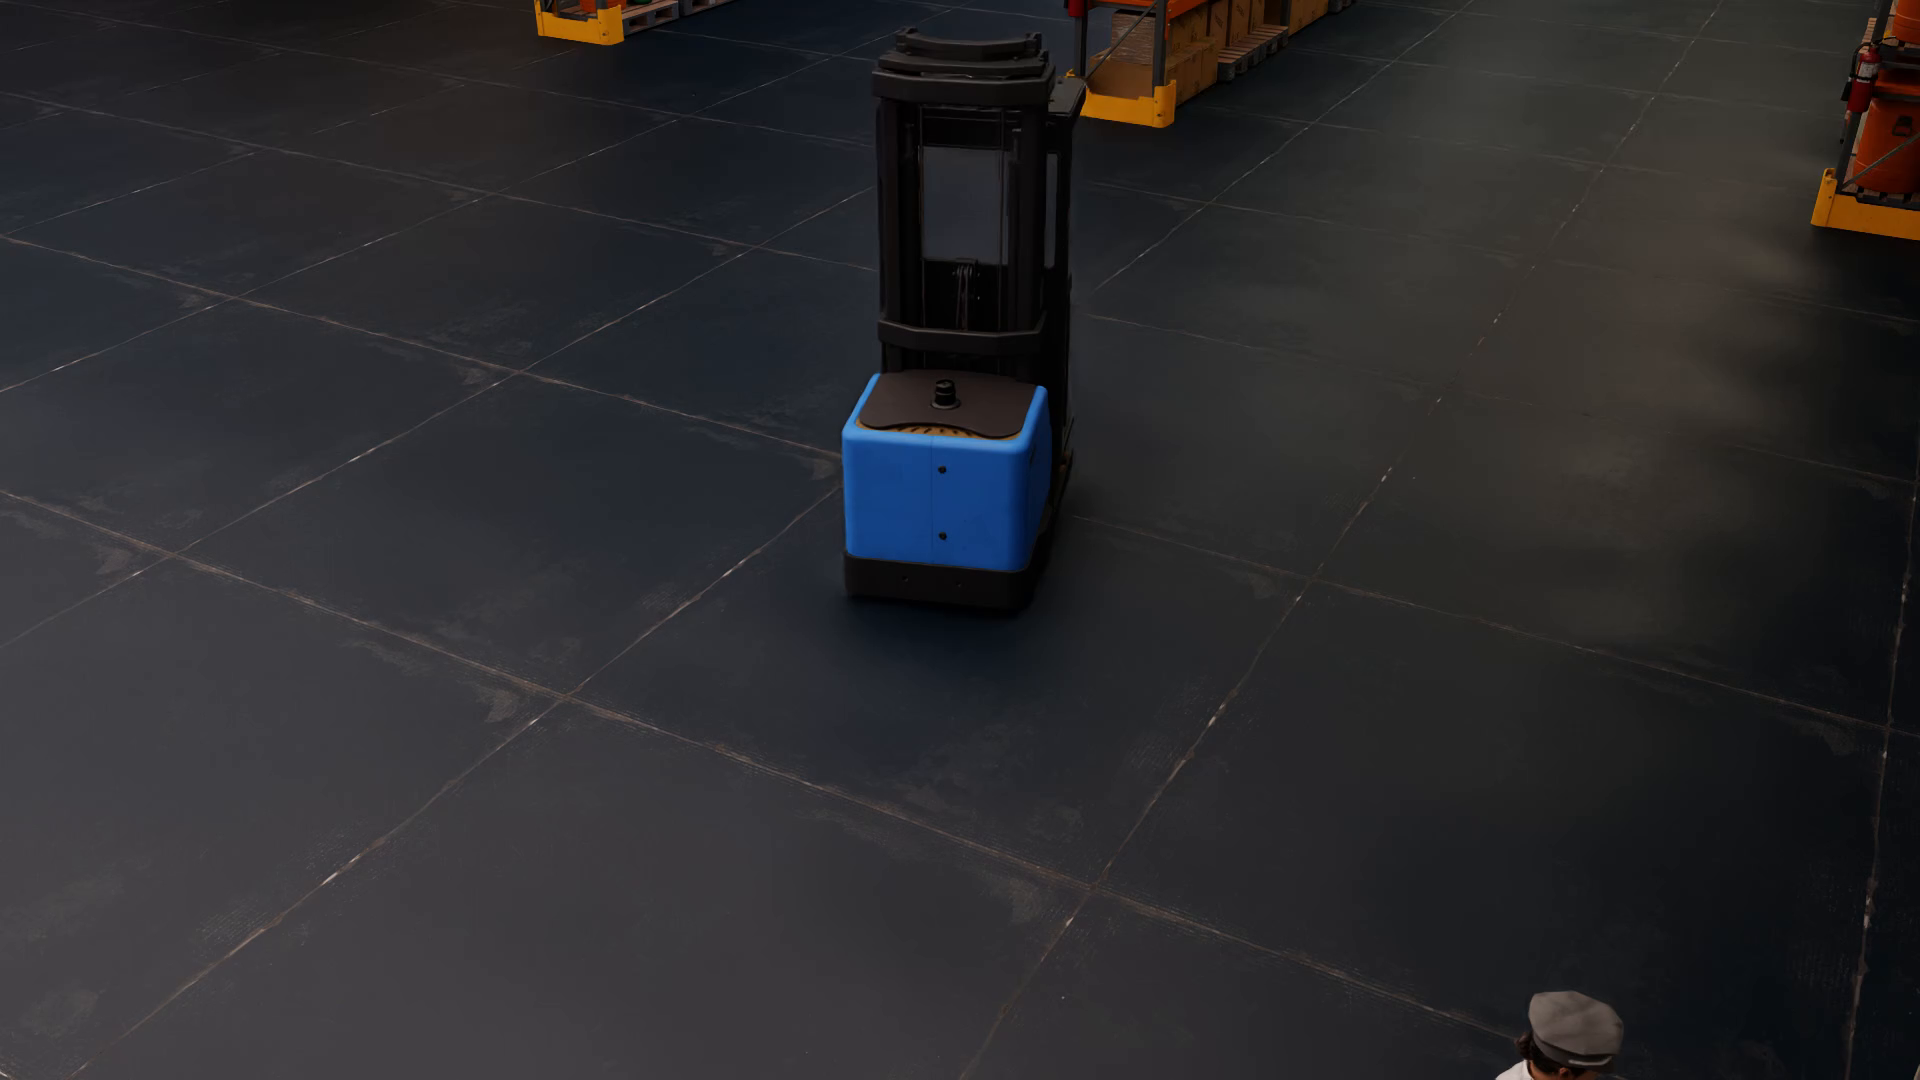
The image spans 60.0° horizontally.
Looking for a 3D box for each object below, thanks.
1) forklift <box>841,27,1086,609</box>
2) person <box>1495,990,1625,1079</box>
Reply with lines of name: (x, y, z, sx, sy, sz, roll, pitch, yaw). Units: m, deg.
forklift: (0.120, -1.606, 9.853, 1.130, 2.935, 3.031, 5, 30, 9)
person: (1.707, 2.017, 4.896, 0.660, 1.621, 0.526, -11, 32, -18)
